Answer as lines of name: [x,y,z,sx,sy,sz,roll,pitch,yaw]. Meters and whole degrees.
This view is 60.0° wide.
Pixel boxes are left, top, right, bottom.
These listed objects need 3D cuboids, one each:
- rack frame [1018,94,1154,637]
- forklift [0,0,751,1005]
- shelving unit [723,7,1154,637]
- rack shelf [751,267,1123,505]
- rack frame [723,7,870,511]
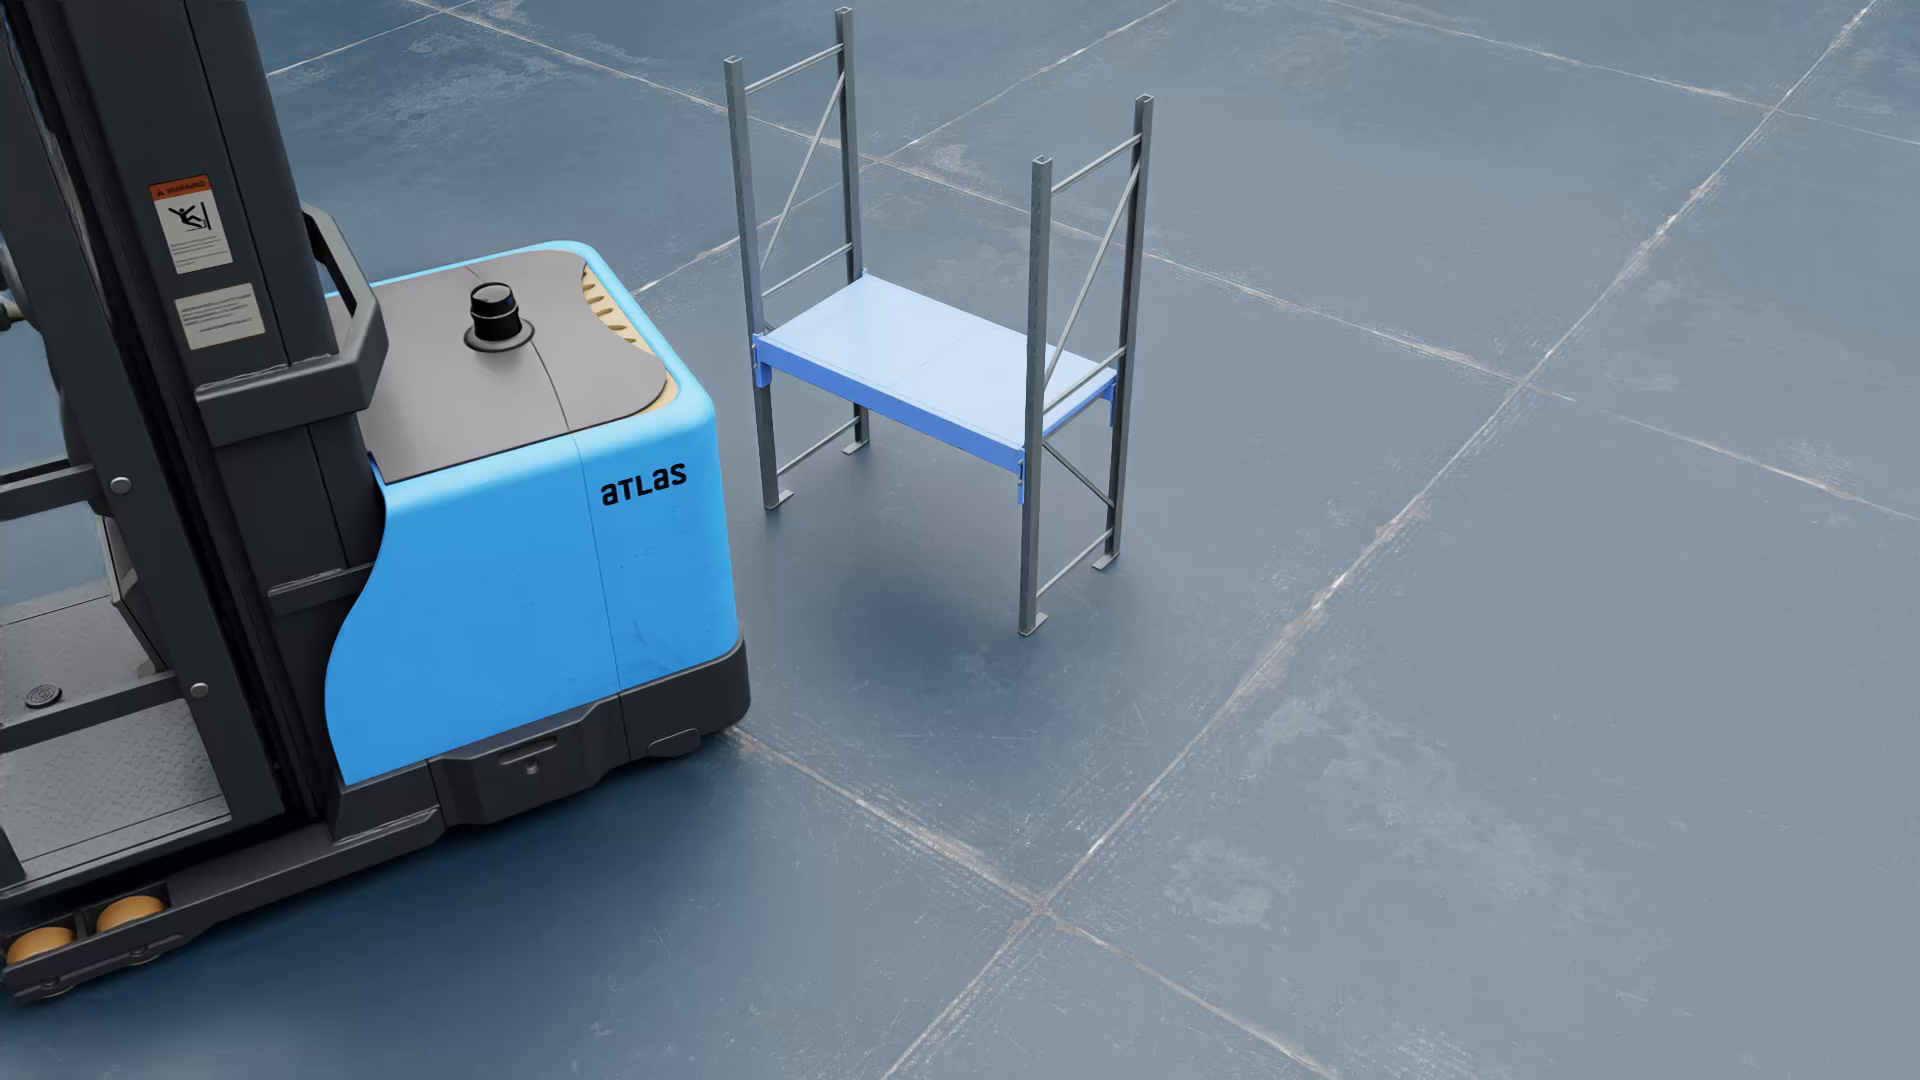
rack frame: [0.336,-0.432,4.585,0.032,1.500,0.500,25,45,29]
forklift: [-2.117,-0.460,3.460,3.031,2.935,1.130,-19,42,-22]
shelving unit: [-0.068,-0.622,4.828,1.048,1.500,0.538,25,45,29]
rack shelf: [-0.068,-0.481,4.939,1.000,0.185,0.538,25,45,29]
rack frame: [-0.472,-0.813,5.072,0.032,1.500,0.500,25,45,29]
